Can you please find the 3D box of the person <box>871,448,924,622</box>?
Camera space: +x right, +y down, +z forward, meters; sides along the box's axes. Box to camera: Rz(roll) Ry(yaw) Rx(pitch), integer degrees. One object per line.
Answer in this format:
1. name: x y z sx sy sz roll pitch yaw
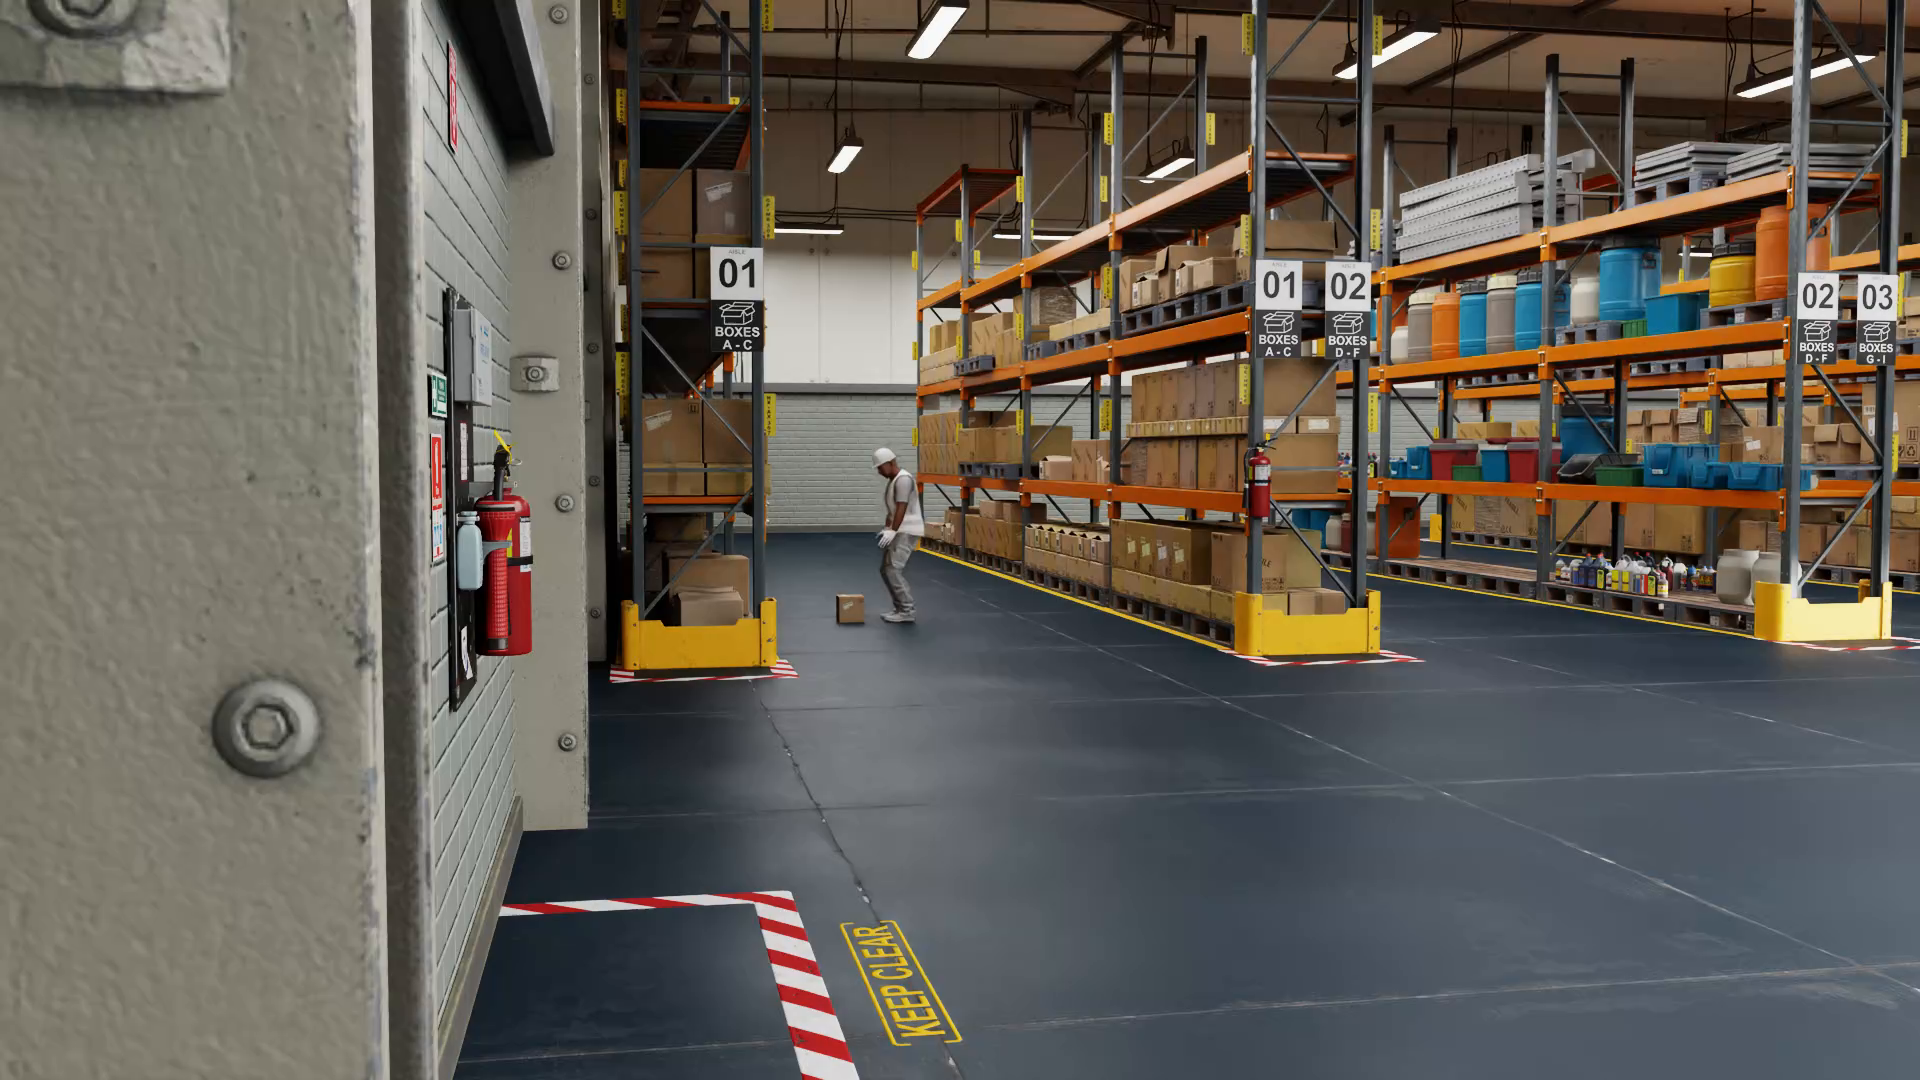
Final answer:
1. person: -0.611 -0.052 16.249 0.517 1.696 0.584 -1 3 -10
